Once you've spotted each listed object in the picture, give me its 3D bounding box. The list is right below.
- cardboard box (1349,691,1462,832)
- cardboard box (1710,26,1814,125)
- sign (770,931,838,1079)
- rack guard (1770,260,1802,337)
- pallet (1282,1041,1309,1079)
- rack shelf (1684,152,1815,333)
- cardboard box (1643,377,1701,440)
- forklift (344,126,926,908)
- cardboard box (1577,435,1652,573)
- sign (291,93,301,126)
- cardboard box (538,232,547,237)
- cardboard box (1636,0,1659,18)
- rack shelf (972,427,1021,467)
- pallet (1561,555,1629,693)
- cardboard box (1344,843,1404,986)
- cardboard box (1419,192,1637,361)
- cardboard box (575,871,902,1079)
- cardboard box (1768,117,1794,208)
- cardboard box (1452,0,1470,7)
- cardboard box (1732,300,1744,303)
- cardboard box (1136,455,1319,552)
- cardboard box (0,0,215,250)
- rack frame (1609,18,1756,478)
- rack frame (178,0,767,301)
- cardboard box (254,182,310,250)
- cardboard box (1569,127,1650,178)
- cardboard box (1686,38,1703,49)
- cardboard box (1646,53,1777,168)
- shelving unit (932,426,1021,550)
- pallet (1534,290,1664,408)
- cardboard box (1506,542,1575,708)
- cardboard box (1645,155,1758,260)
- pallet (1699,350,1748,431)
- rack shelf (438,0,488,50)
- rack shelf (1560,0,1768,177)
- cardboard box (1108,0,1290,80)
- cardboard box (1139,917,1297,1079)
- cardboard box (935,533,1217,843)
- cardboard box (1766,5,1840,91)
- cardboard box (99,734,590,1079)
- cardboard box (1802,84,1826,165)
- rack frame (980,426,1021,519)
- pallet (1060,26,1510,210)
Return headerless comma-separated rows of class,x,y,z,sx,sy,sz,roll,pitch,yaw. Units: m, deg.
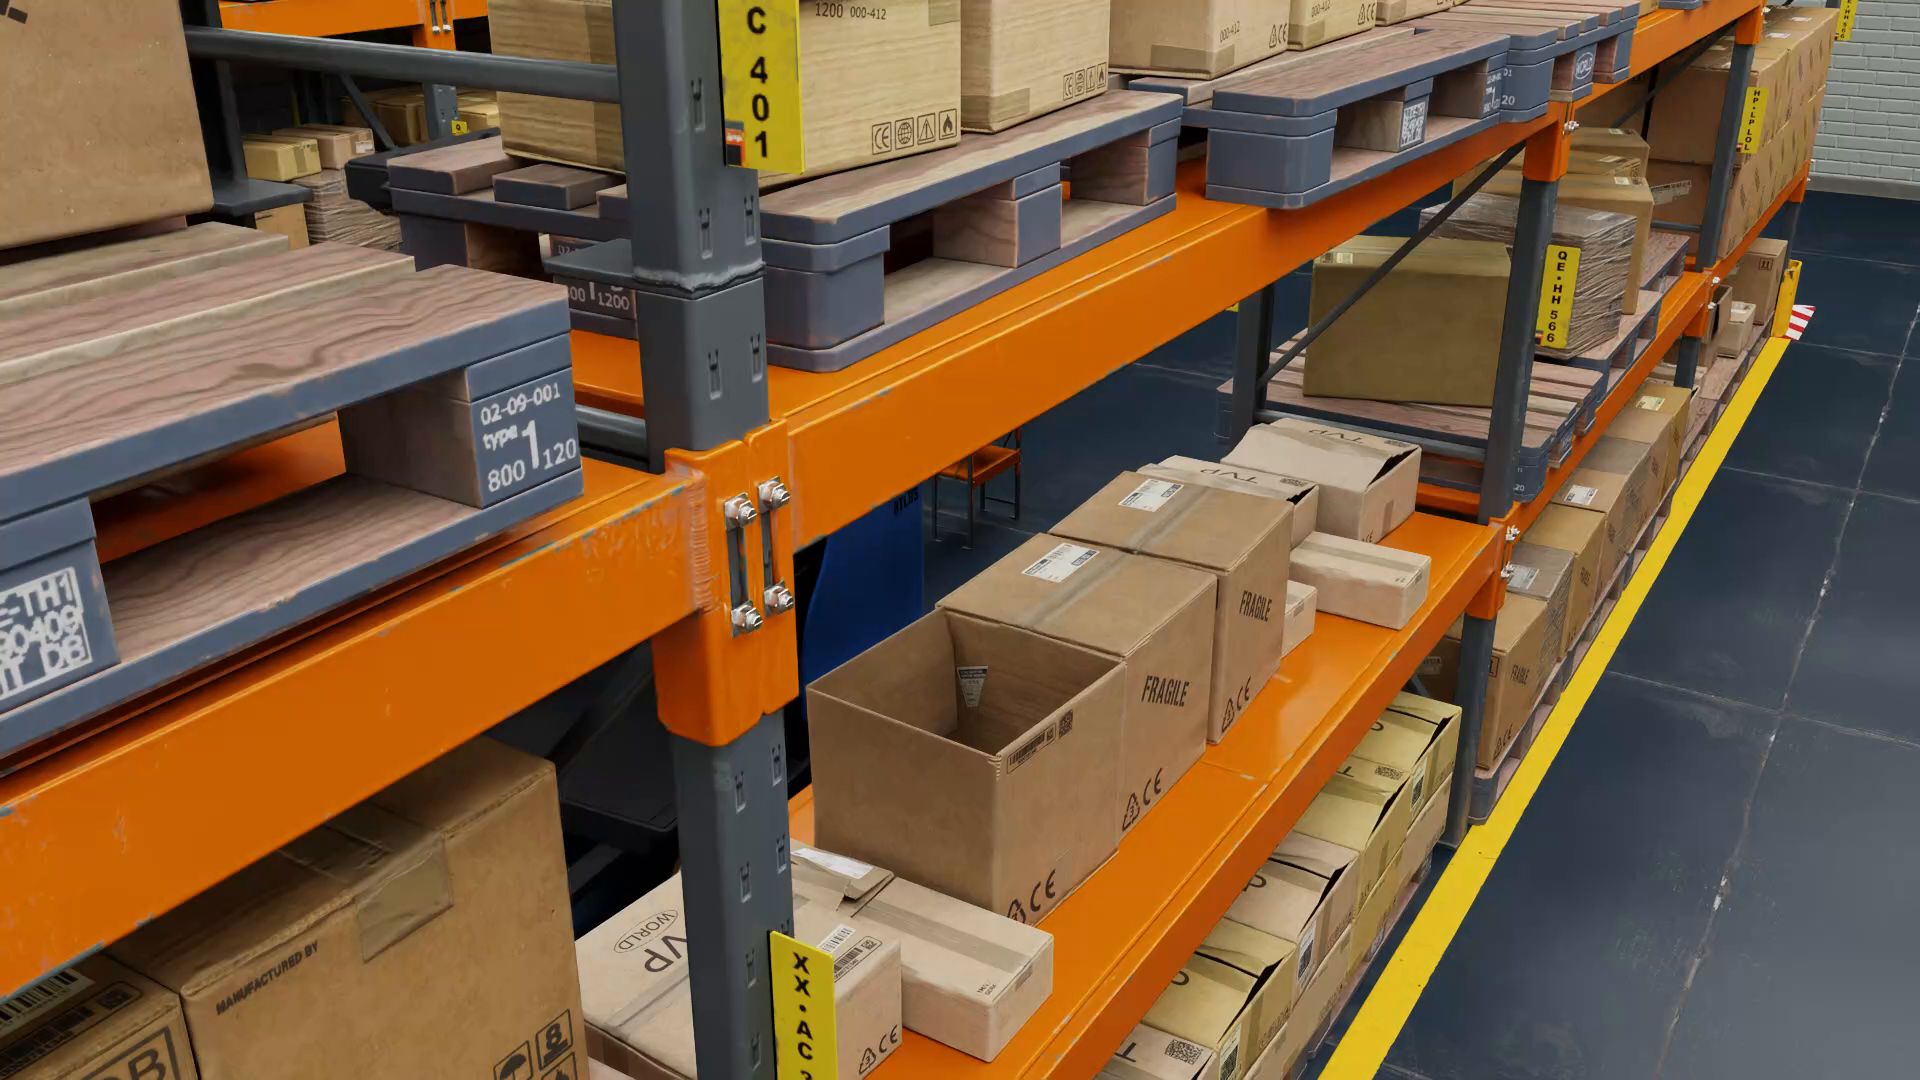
cardboard box,1.364,0.682,5.626,0.500,0.311,0.500,15,27,30
cardboard box,4.844,-2.835,10.139,0.500,0.500,0.500,15,27,31
sign,-0.206,0.674,2.228,0.100,0.325,0.005,14,27,29
rack guard,5.611,-1.886,12.476,1.175,0.500,0.348,14,27,29
pallet,0.319,1.601,4.786,1.003,0.211,1.213,14,27,29
rack shelf,4.596,-2.053,10.623,1.077,0.370,4.000,14,27,29
cardboard box,3.946,-0.773,9.590,0.500,0.311,0.500,14,27,29
forklift,-1.255,-0.300,5.754,1.130,2.935,3.031,11,26,24
cardboard box,2.992,-0.202,8.034,0.500,0.500,0.500,14,27,30
sign,-3.252,-2.042,8.233,0.100,0.325,0.005,14,27,29
cardboard box,-2.306,-1.697,8.369,0.500,0.500,0.500,15,27,30
cardboard box,2.176,-2.283,6.346,0.910,0.500,0.500,14,27,29
rack shelf,0.087,-0.545,8.667,0.258,0.148,0.480,14,27,29
pallet,2.502,0.267,7.867,1.003,0.211,1.213,14,27,29
cardboard box,1.092,1.114,5.333,0.500,0.250,0.500,14,27,28
cardboard box,2.312,-1.102,6.865,0.700,0.500,0.500,20,31,39
cardboard box,-0.456,0.885,3.118,0.500,0.250,0.500,16,28,32
cardboard box,4.842,-2.383,10.353,0.500,0.500,0.500,13,27,28
cardboard box,1.240,-1.694,4.771,0.500,0.250,0.500,12,26,25
cardboard box,5.284,-1.607,11.699,0.380,0.166,0.250,14,27,29
cardboard box,0.795,-0.056,5.216,0.500,0.311,0.500,14,27,28
cardboard box,-1.168,-0.573,1.691,0.500,0.500,0.500,16,28,33
rack frame,3.541,-1.708,8.921,1.000,3.000,0.127,14,27,29
rack frame,-0.679,-1.761,1.492,1.000,3.000,0.127,14,27,29
cardboard box,-3.290,-1.288,7.270,0.700,0.500,0.500,11,26,24
cardboard box,3.101,-1.834,8.556,0.700,0.500,0.500,5,24,11
cardboard box,4.122,-2.782,10.015,0.500,0.500,0.500,14,27,29
cardboard box,4.029,-2.313,8.933,0.500,0.500,0.500,15,27,30
shelving unit,0.087,-0.606,8.641,0.258,1.200,0.503,14,27,29
pallet,2.453,-0.928,7.359,1.003,0.211,1.213,14,27,29
cardboard box,2.185,0.315,6.839,0.500,0.500,0.500,13,27,27
cardboard box,4.041,-1.869,9.166,0.500,0.500,0.500,15,27,30
pallet,4.547,-1.074,10.964,1.003,0.211,1.213,14,27,29
rack shelf,-1.724,-3.117,9.303,1.077,0.370,4.000,14,27,29
rack shelf,2.486,-2.080,6.908,1.077,0.370,4.000,14,27,29
cardboard box,0.382,-1.141,3.495,0.500,0.250,0.500,11,26,25
cardboard box,0.561,1.197,4.436,0.500,0.311,0.500,15,27,30
cardboard box,0.282,0.343,4.056,0.500,0.500,0.500,14,27,29
cardboard box,5.650,-3.355,11.340,0.500,0.500,0.500,14,27,29
cardboard box,-0.907,0.502,2.057,0.700,0.500,0.500,14,27,29
cardboard box,5.646,-2.896,11.538,0.500,0.500,0.500,15,27,31
rack frame,0.216,-0.689,8.831,0.240,1.200,0.015,14,27,29
pallet,0.562,-1.022,3.798,1.003,0.211,1.213,15,28,31
